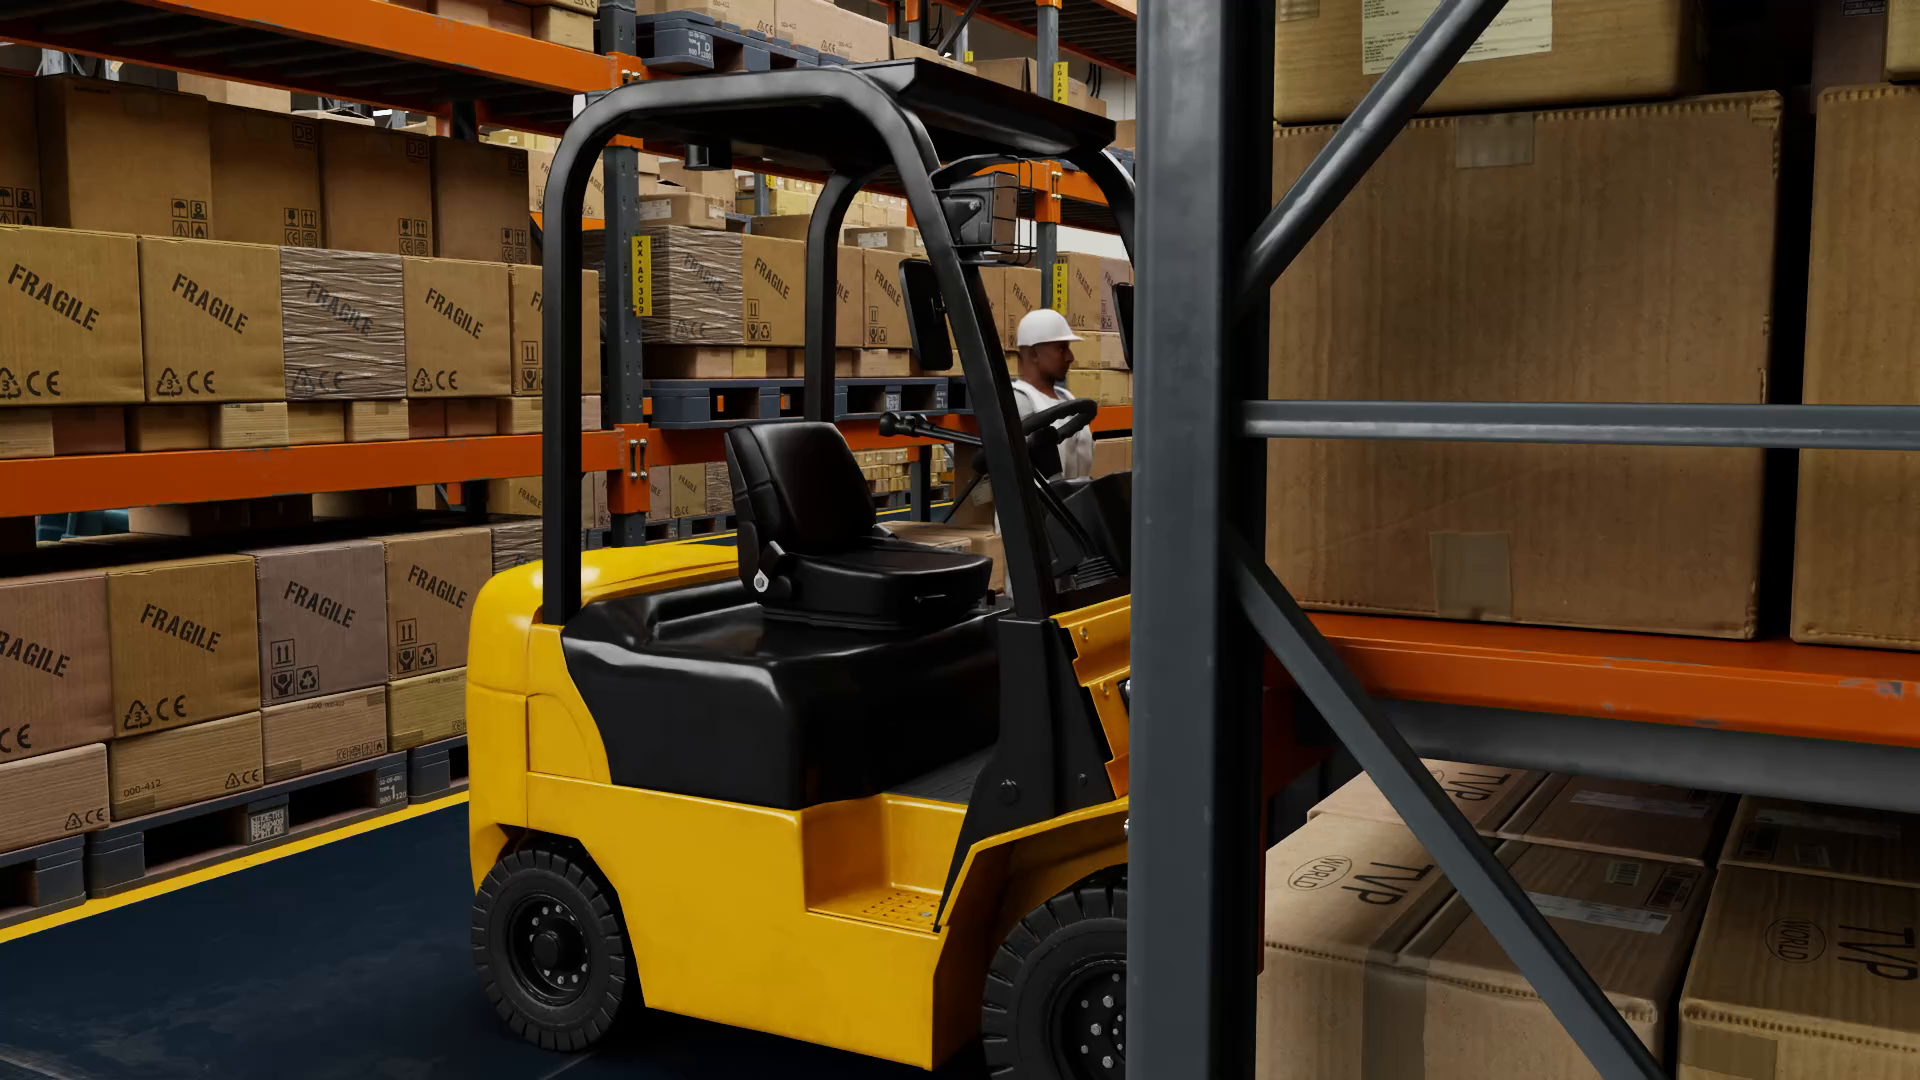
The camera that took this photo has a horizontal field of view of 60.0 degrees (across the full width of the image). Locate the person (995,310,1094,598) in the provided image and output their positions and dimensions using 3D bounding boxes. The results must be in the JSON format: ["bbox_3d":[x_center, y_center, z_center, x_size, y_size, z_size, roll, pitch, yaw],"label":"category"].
[{"bbox_3d":[0.343,-0.015,6.608,0.363,1.785,0.546,3,7,30],"label":"person"}]
